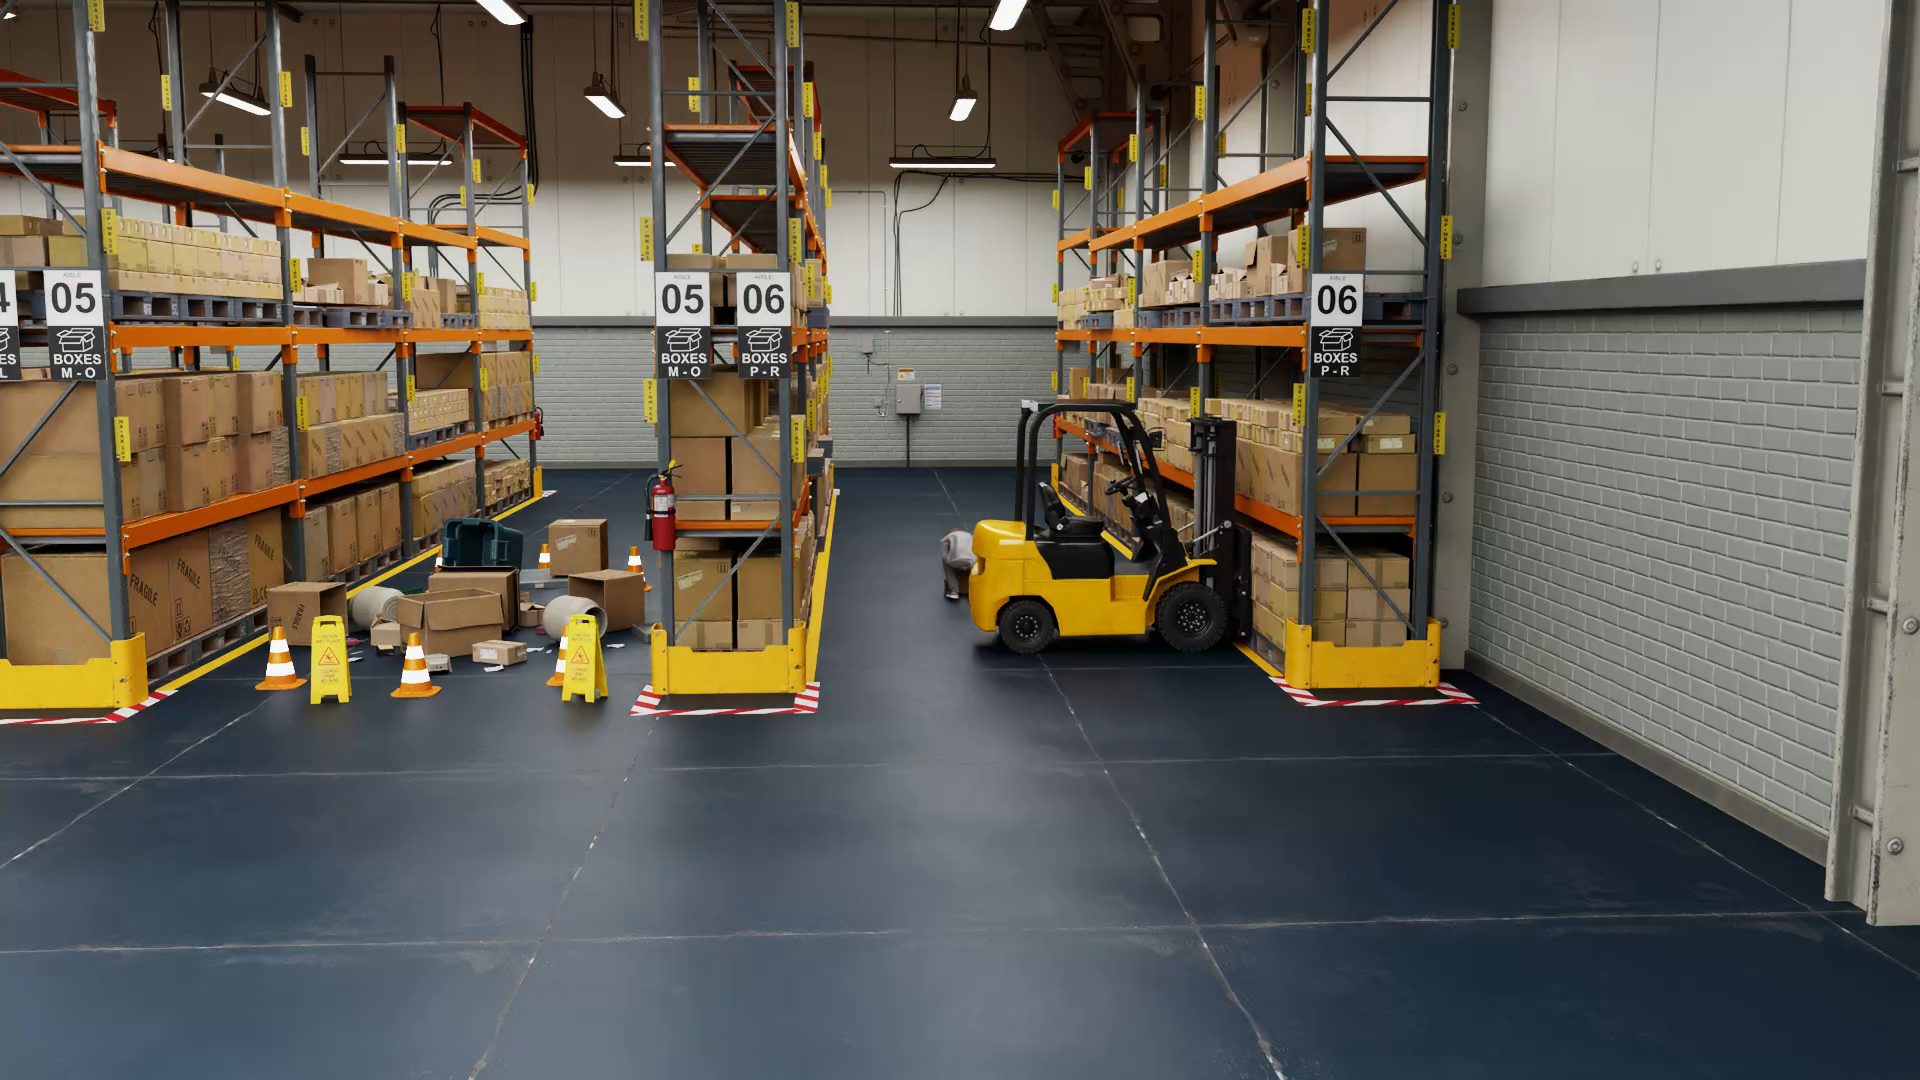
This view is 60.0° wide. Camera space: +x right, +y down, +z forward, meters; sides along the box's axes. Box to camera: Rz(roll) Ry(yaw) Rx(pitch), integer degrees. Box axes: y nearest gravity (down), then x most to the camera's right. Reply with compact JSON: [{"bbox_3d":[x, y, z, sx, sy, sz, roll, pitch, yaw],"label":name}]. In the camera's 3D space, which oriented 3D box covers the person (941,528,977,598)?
[{"bbox_3d":[0.018,0.261,17.459,0.420,0.702,0.862,-1,7,-5],"label":"person"}]
